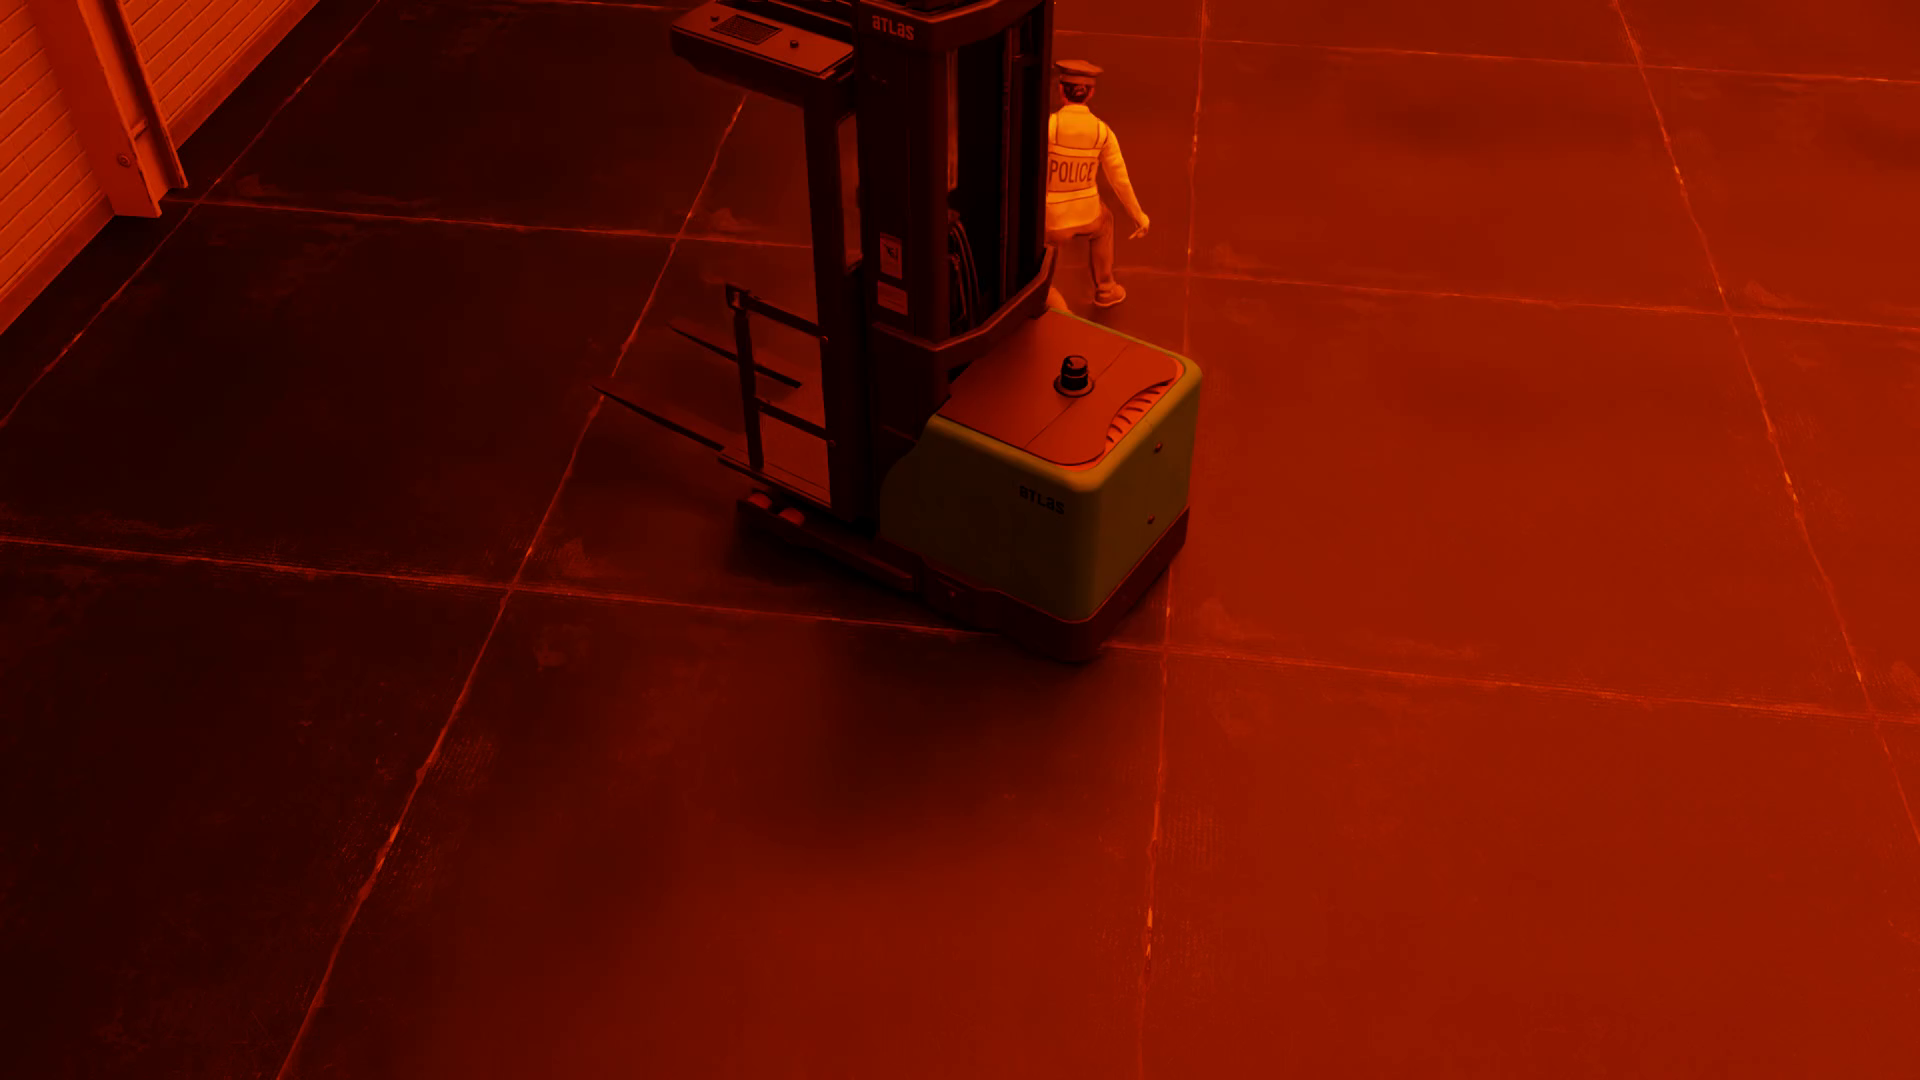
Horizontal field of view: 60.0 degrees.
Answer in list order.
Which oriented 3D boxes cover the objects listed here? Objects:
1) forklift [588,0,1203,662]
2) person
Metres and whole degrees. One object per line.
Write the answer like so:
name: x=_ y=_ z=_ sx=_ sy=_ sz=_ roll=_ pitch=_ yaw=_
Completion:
forklift: x=-0.448 y=-1.337 z=7.179 sx=3.031 sy=2.935 sz=1.130 roll=25 pitch=48 yaw=24
person: x=0.480 y=-1.648 z=8.574 sx=1.060 sy=1.608 sz=0.544 roll=-13 pitch=44 yaw=-14
